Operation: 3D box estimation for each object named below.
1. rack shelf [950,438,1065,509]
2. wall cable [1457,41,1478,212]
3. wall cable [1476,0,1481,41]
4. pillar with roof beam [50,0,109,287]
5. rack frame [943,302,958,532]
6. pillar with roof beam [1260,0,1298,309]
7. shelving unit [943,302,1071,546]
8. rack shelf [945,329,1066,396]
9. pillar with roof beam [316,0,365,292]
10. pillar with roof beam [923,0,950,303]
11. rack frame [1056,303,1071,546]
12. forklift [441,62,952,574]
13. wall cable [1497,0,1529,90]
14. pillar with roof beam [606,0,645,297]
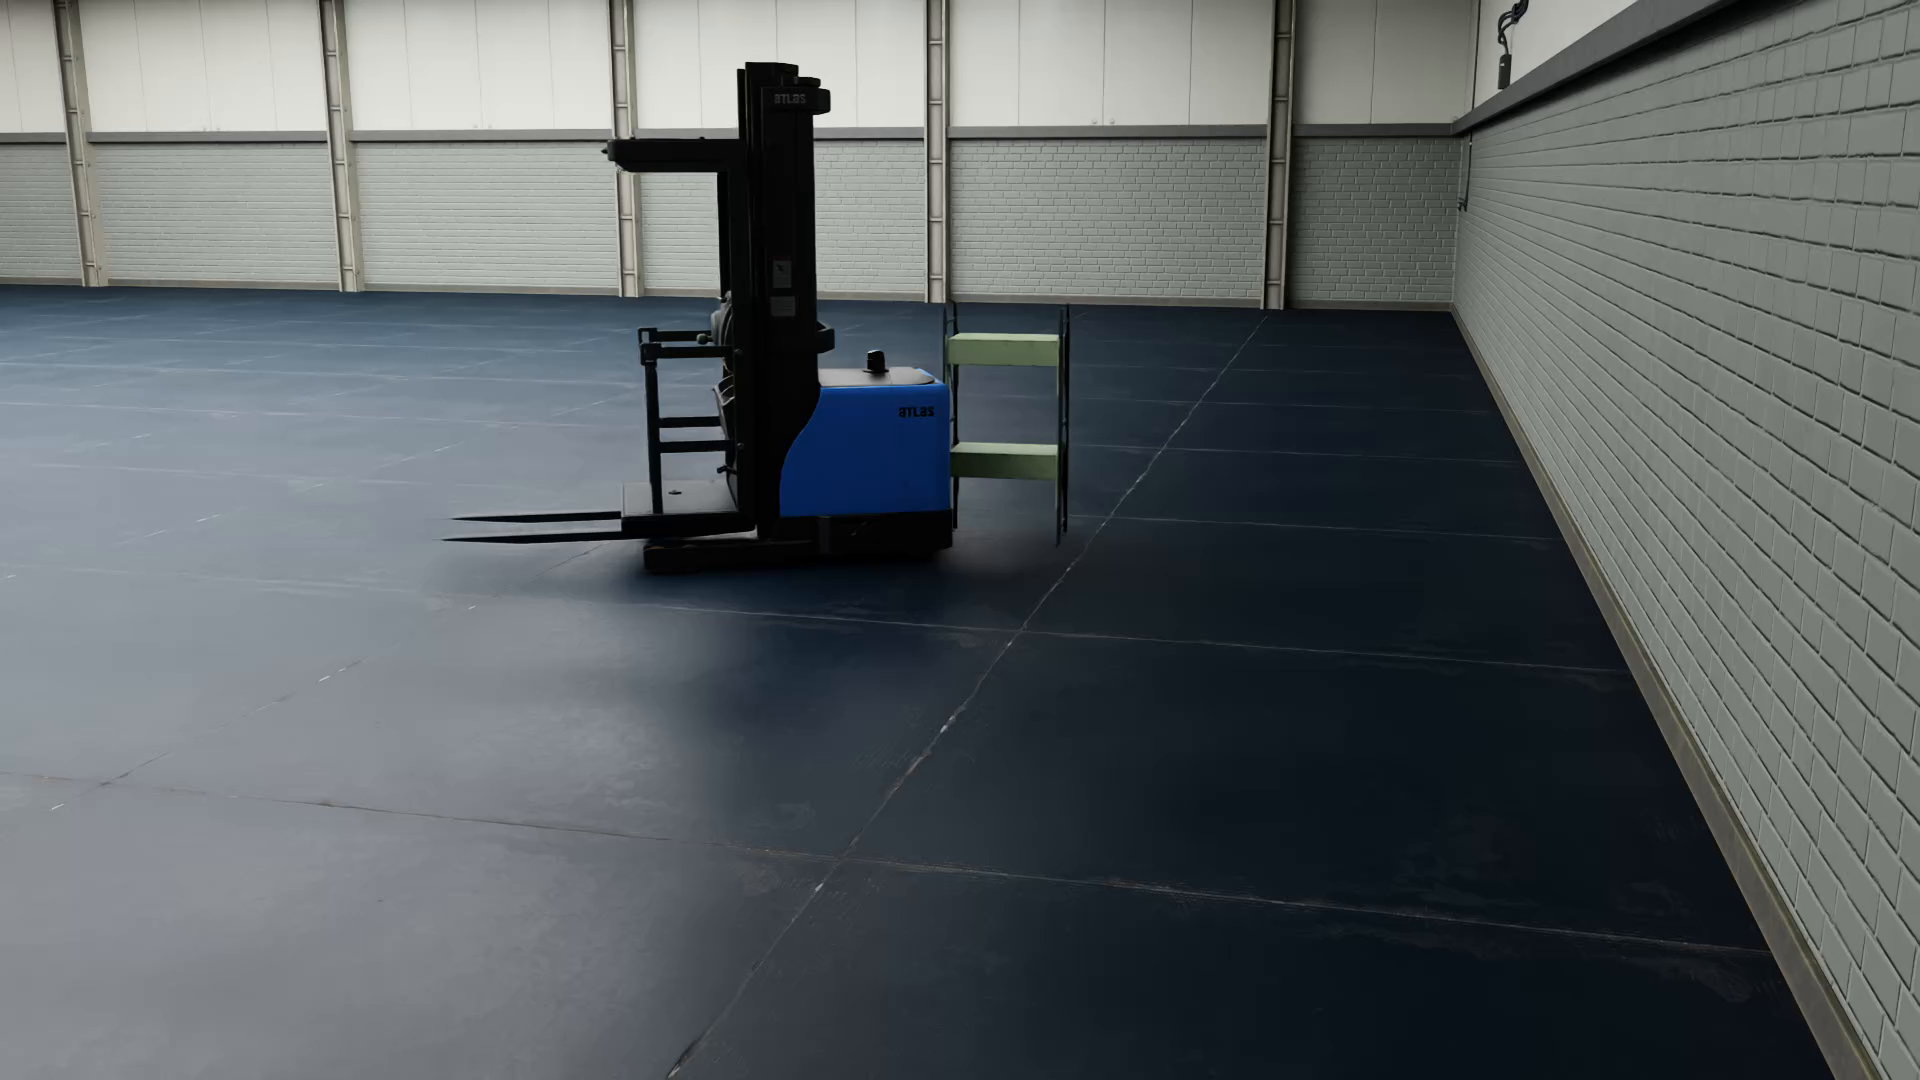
[{"bbox_3d":[0.299,-0.432,10.725,0.720,0.370,0.431,2,13,10],"label":"rack shelf"},{"bbox_3d":[7.958,-6.457,26.232,0.112,2.526,3.097,3,13,14],"label":"wall cable"},{"bbox_3d":[7.310,-8.354,23.121,0.112,2.526,3.097,3,13,14],"label":"wall cable"},{"bbox_3d":[-18.917,-8.744,29.371,0.400,9.000,9.100,3,13,14],"label":"pillar with roof beam"},{"bbox_3d":[-0.061,-0.765,10.718,0.023,1.500,0.400,2,13,10],"label":"rack frame"},{"bbox_3d":[4.384,-7.499,23.758,0.400,9.000,9.100,3,13,14],"label":"pillar with roof beam"},{"bbox_3d":[0.299,-0.751,10.654,0.755,1.500,0.431,2,13,10],"label":"shelving unit"},{"bbox_3d":[0.299,-1.132,10.570,0.720,0.370,0.431,2,13,10],"label":"rack shelf"},{"bbox_3d":[-13.092,-8.433,27.968,0.400,9.000,9.100,3,13,14],"label":"pillar with roof beam"},{"bbox_3d":[-1.442,-7.810,25.161,0.400,9.000,9.100,3,13,14],"label":"pillar with roof beam"},{"bbox_3d":[0.659,-0.737,10.591,0.023,1.500,0.400,2,13,10],"label":"rack frame"},{"bbox_3d":[-1.617,-1.354,10.068,3.031,2.935,1.130,-3,13,-11],"label":"forklift"},{"bbox_3d":[5.669,-7.638,16.533,0.169,6.003,2.305,3,13,14],"label":"wall cable"},{"bbox_3d":[-7.267,-8.122,26.564,0.400,9.000,9.100,3,13,14],"label":"pillar with roof beam"}]
